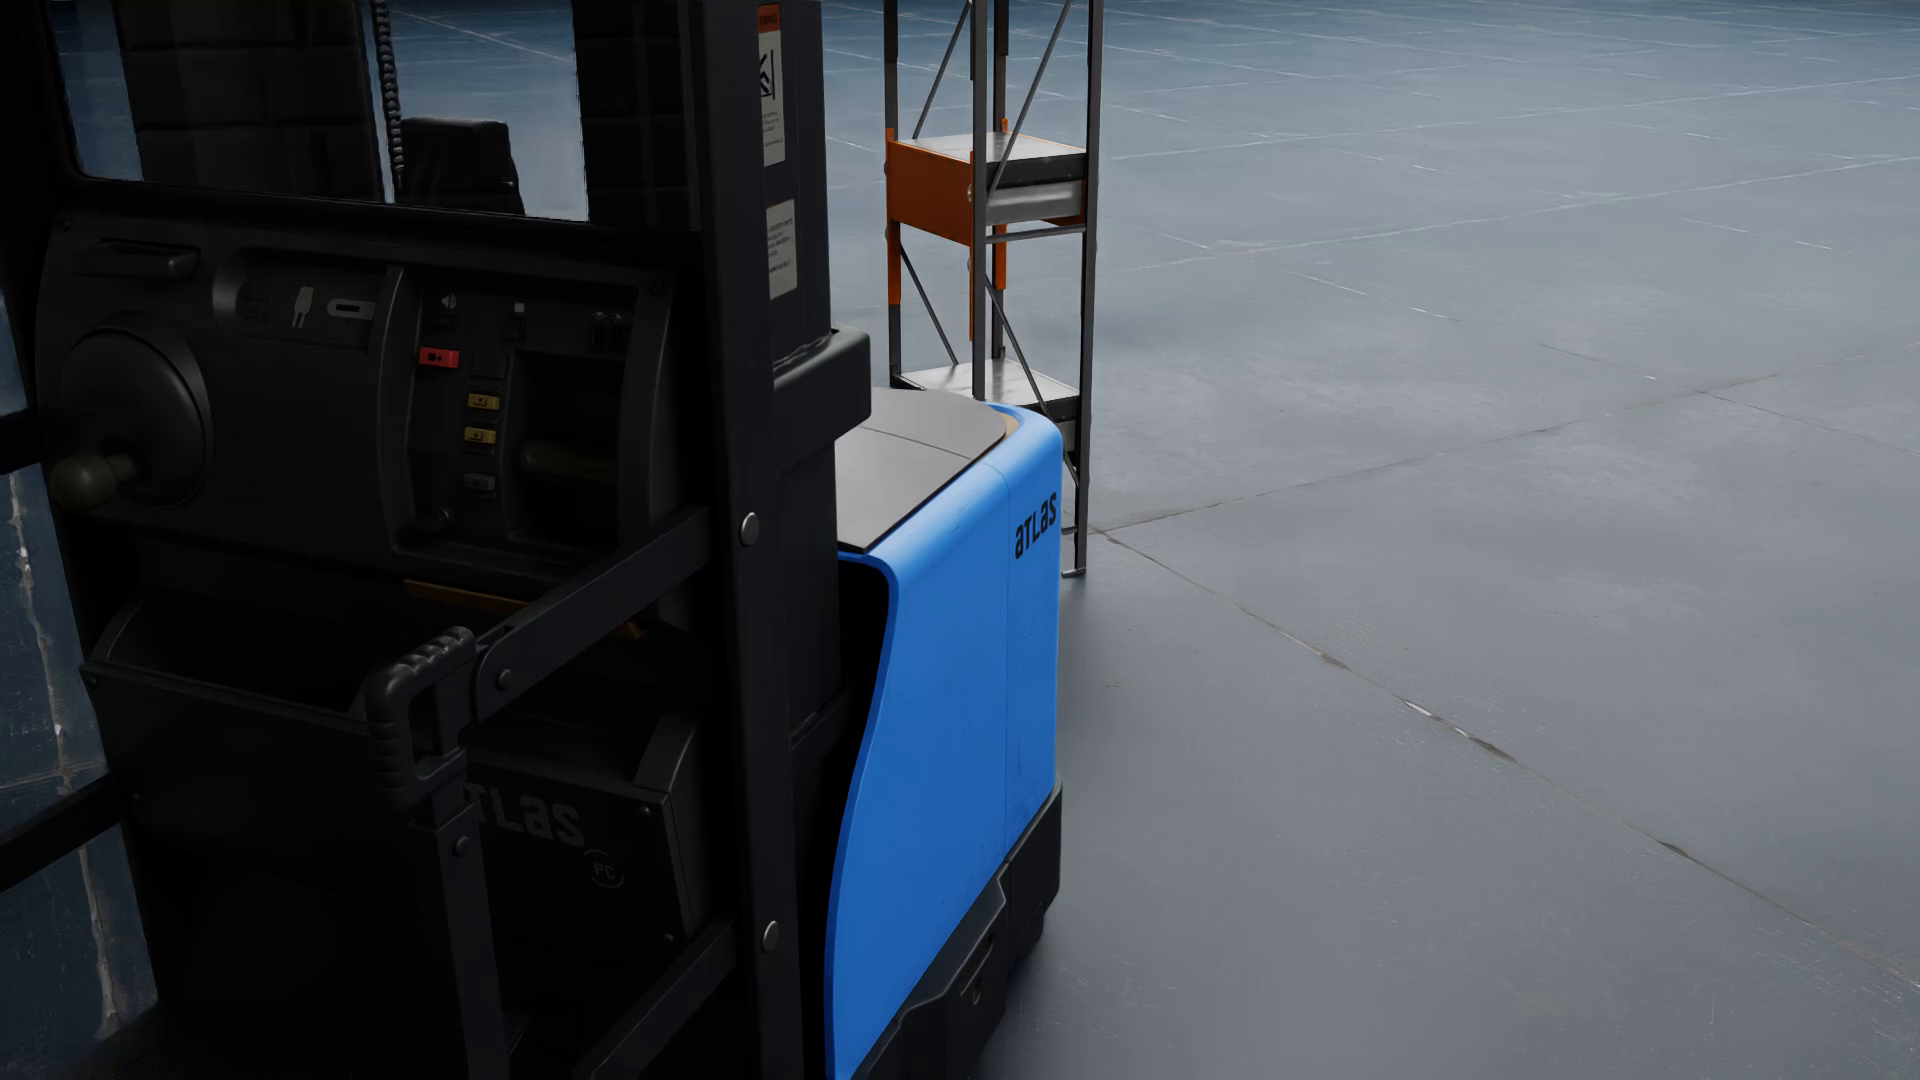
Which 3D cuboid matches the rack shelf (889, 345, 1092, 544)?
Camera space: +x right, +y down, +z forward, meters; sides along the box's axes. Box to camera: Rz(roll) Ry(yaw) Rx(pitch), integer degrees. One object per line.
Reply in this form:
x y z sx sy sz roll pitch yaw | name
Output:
0.085 -0.258 5.053 0.431 0.518 0.480 -13 25 -28 | rack shelf

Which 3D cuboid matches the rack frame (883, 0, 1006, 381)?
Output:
-0.040 -0.998 4.979 0.400 2.100 0.015 -13 25 -28 | rack frame

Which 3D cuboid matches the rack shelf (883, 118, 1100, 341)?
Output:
0.085 -0.906 4.789 0.431 0.518 0.480 -13 25 -28 | rack shelf

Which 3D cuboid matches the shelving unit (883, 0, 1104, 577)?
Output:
0.085 -0.919 4.784 0.431 2.100 0.503 -13 25 -28 | shelving unit

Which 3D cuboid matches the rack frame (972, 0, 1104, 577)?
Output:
0.209 -0.840 4.590 0.400 2.100 0.015 -13 25 -28 | rack frame

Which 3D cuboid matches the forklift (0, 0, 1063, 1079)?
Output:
-0.829 -0.161 1.814 1.130 2.935 3.031 9 24 21 | forklift

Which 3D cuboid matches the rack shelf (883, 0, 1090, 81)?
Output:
0.085 -1.555 4.526 0.431 0.518 0.480 -13 25 -28 | rack shelf
